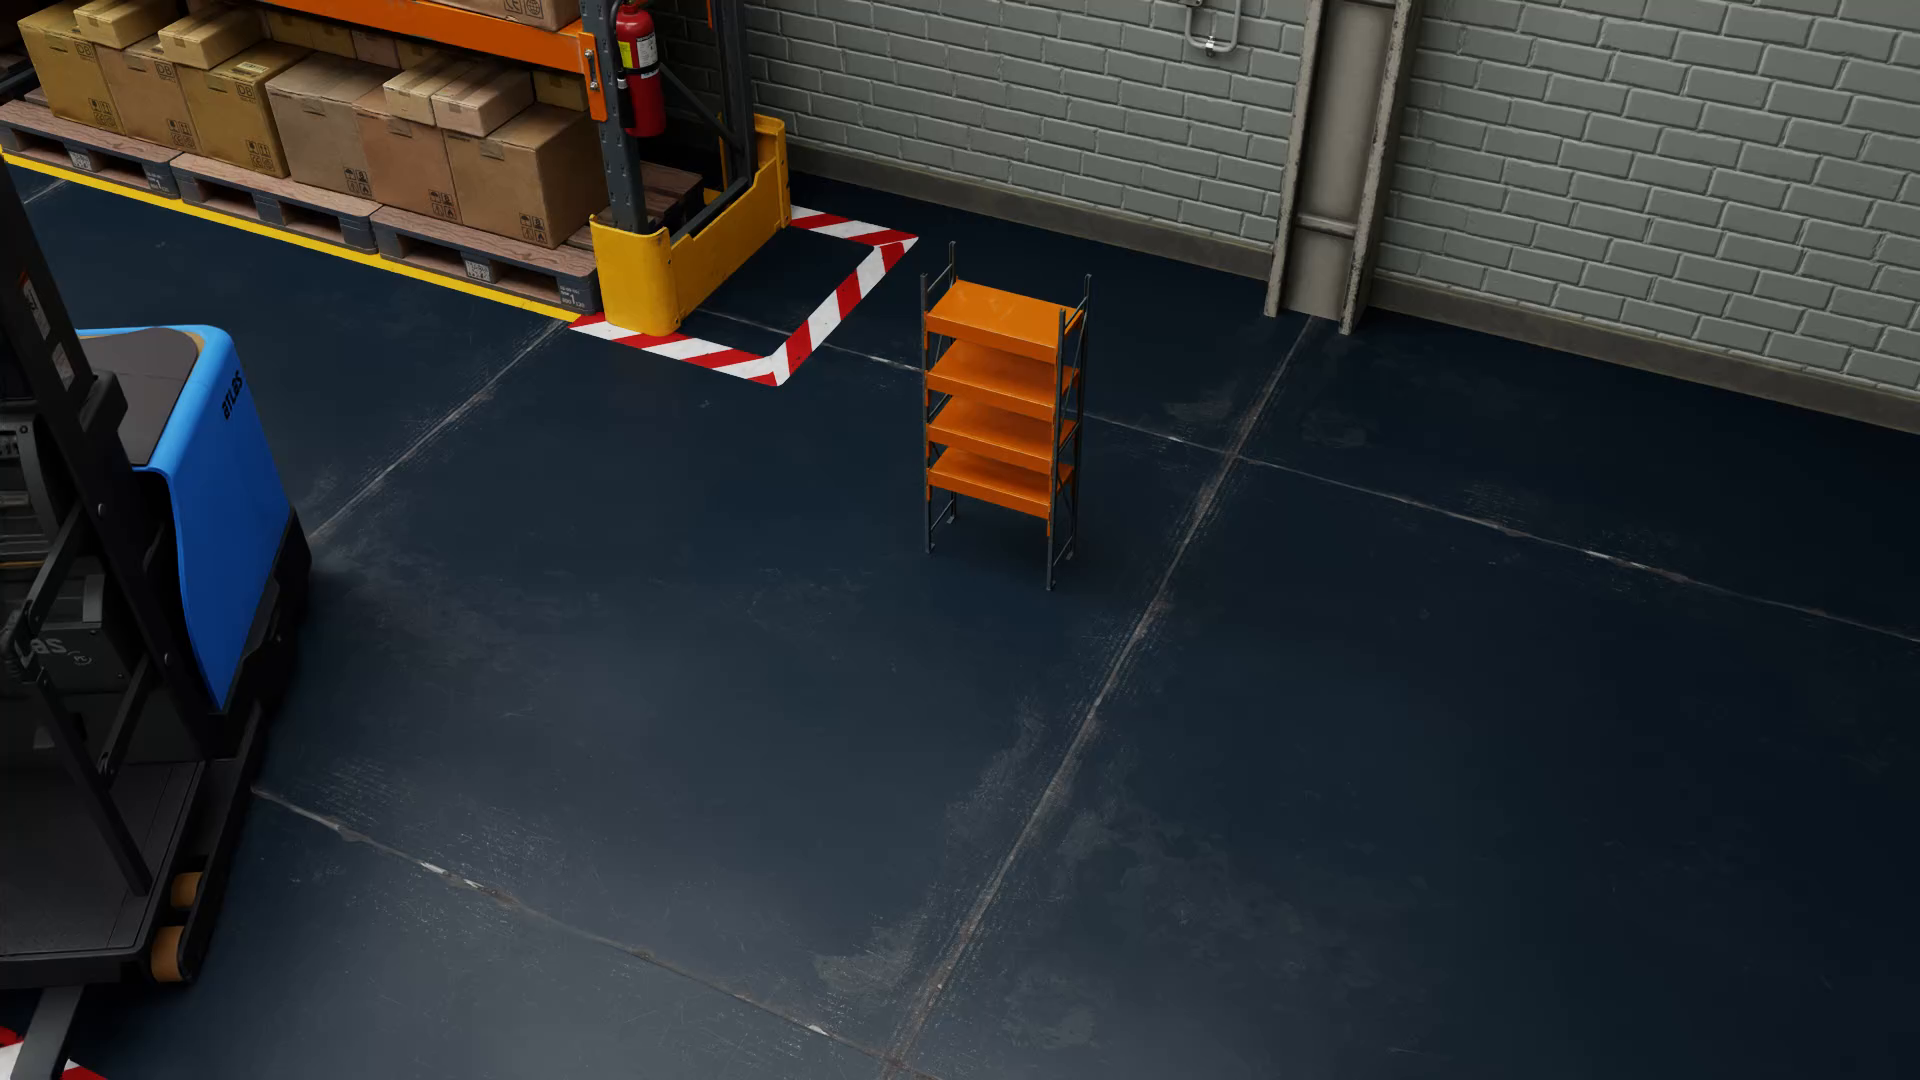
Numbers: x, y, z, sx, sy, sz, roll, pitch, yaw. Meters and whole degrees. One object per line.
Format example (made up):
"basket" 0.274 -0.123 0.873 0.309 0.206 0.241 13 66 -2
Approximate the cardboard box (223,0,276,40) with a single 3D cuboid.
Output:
"cardboard box" -3.308 -2.578 8.027 0.250 0.149 0.380 17 44 19

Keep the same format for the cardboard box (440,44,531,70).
"cardboard box" -2.154 -2.226 7.621 0.250 0.149 0.380 17 44 19

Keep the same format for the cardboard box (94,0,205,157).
"cardboard box" -3.752 -2.322 8.226 0.500 0.500 0.700 17 44 18

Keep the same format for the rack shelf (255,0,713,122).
"rack shelf" -3.028 -2.691 7.614 4.000 0.370 1.077 17 44 19

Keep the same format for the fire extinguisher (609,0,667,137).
"fire extinguisher" -1.274 -1.923 6.522 0.183 0.674 0.296 17 44 19

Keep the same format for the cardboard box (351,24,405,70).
"cardboard box" -2.611 -2.366 7.782 0.250 0.149 0.380 18 44 19

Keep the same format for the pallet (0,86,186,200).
"pallet" -4.185 -2.206 8.634 1.213 0.211 1.003 17 44 19

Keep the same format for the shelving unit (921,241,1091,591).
"shelving unit" 0.150 -0.408 5.804 0.503 1.200 0.258 17 44 19

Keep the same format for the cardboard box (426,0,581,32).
"cardboard box" -1.682 -2.658 6.797 0.700 0.700 0.980 19 44 21

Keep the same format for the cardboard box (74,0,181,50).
"cardboard box" -3.973 -2.505 7.942 0.250 0.149 0.380 18 44 20

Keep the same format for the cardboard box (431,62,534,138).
"cardboard box" -2.086 -1.930 7.279 0.250 0.149 0.380 16 44 18

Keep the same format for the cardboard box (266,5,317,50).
"cardboard box" -3.073 -2.507 7.945 0.250 0.149 0.380 16 43 18

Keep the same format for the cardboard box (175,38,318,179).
"cardboard box" -3.288 -2.178 8.061 0.500 0.500 0.700 18 44 20

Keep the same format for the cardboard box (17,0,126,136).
"cardboard box" -4.206 -2.463 8.389 0.500 0.500 0.700 18 44 19

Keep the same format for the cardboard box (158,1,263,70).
"cardboard box" -3.500 -2.360 7.776 0.250 0.149 0.380 16 43 17

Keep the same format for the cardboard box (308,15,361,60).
"cardboard box" -2.844 -2.437 7.864 0.250 0.149 0.380 17 44 19

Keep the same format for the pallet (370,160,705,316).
"pallet" -1.973 -1.530 7.854 1.213 0.211 1.003 17 44 19

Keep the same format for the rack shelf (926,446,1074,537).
"rack shelf" 0.150 -0.207 5.978 0.480 0.148 0.258 17 44 19

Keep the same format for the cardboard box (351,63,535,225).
"cardboard box" -2.346 -1.896 7.735 0.500 0.500 0.700 17 44 19

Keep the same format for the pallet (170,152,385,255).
"pallet" -3.075 -1.869 8.245 1.213 0.211 1.003 17 44 19

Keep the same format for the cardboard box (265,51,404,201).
"cardboard box" -2.802 -2.035 7.895 0.500 0.500 0.700 16 43 17

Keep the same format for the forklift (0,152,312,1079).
"forklift" -2.766 -0.020 4.035 1.130 2.935 3.031 -3 41 -3

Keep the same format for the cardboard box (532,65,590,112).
"cardboard box" -1.694 -2.087 7.460 0.250 0.149 0.380 17 44 19

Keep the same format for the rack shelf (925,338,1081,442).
"rack shelf" 0.150 -0.526 5.702 0.480 0.148 0.258 17 44 19

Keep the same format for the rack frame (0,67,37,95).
"rack frame" -4.841 -3.517 8.017 0.127 3.000 1.000 17 44 19

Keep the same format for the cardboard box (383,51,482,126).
"cardboard box" -2.318 -2.000 7.360 0.250 0.149 0.380 18 44 20

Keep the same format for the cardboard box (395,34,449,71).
"cardboard box" -2.380 -2.296 7.701 0.250 0.149 0.380 17 44 19

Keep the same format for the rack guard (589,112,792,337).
"rack guard" -1.194 -1.458 7.550 0.348 0.500 1.175 17 44 19

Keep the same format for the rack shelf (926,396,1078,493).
"rack shelf" 0.150 -0.357 5.848 0.480 0.148 0.258 17 44 19

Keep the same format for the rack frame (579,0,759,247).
"rack frame" -1.216 -2.409 6.739 0.127 3.000 1.000 17 44 19

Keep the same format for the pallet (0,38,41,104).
"pallet" -5.572 -2.632 9.125 1.213 0.211 1.003 17 44 19

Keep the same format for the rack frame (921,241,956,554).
"rack frame" -0.071 -0.475 5.882 0.015 1.200 0.240 17 44 19

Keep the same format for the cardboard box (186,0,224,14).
"cardboard box" -3.536 -2.649 8.108 0.250 0.149 0.380 16 43 17

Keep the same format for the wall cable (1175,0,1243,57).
"wall cable" 0.345 -3.000 6.645 1.851 1.984 0.084 17 44 19

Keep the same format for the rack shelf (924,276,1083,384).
"rack shelf" 0.150 -0.704 5.547 0.480 0.148 0.258 17 44 19

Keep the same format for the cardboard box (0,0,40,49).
"cardboard box" -5.485 -2.966 8.702 0.750 0.750 0.750 17 44 19

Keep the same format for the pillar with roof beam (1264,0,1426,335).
"pillar with roof beam" -0.223 -1.886 1.556 0.400 9.000 9.100 17 44 19

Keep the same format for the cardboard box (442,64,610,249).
"cardboard box" -1.892 -1.757 7.575 0.500 0.500 0.700 17 44 19

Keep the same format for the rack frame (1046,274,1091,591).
"rack frame" 0.371 -0.340 5.726 0.015 1.200 0.240 17 44 19
